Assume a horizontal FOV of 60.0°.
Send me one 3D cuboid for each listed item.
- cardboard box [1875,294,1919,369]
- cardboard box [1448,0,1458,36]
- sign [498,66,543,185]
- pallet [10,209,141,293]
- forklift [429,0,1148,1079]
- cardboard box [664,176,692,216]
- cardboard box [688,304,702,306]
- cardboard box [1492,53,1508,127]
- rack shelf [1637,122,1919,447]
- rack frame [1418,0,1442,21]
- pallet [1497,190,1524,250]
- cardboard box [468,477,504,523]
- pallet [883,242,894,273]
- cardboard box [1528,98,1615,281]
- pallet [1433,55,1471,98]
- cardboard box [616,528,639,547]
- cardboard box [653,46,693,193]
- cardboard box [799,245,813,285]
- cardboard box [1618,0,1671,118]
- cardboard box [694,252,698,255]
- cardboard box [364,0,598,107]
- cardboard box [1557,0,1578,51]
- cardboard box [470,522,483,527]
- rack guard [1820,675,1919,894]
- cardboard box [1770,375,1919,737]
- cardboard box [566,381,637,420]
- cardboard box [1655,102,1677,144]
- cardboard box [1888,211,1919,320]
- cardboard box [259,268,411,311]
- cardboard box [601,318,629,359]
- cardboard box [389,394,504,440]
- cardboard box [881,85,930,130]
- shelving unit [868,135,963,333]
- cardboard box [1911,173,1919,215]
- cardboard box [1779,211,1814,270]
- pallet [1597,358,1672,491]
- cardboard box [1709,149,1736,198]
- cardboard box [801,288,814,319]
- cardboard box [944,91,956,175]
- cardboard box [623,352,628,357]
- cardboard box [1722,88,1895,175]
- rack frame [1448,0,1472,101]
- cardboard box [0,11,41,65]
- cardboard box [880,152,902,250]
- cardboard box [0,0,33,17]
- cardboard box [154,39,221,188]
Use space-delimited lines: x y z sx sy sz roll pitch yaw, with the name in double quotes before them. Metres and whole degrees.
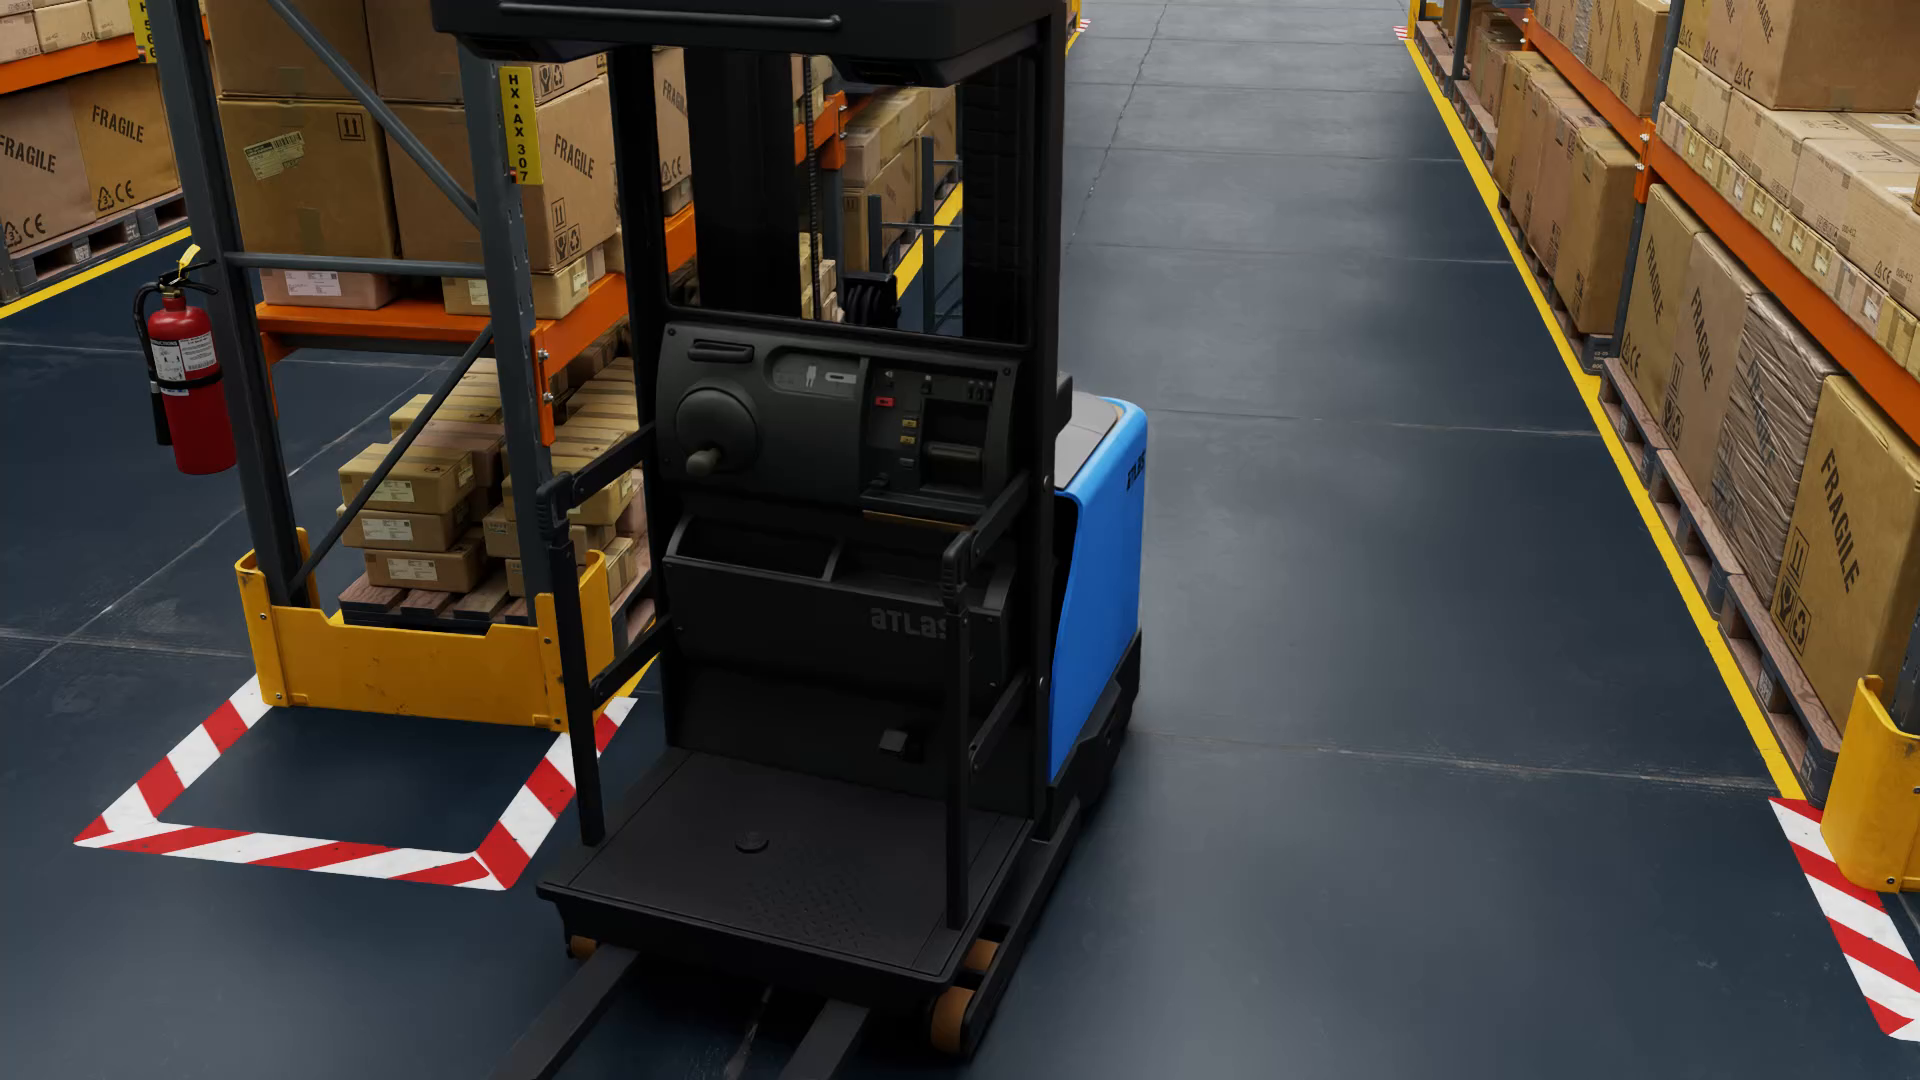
"cardboard box" 2.878 -0.589 4.766 0.380 0.149 0.250 4 25 9
"cardboard box" 5.536 -5.660 17.756 0.500 0.500 0.500 11 27 22
"sign" -1.238 -1.163 4.674 0.100 0.325 0.005 4 25 9
"pallet" -5.967 -1.847 10.446 1.003 0.211 1.213 4 25 9
"forklift" -0.383 -0.267 3.863 1.130 2.935 3.031 9 26 18
"cardboard box" -1.255 -1.356 6.405 0.380 0.149 0.250 4 25 7
"cardboard box" -1.061 -0.932 7.369 0.380 0.149 0.250 3 25 7
"cardboard box" 4.665 -3.587 13.305 0.700 0.500 0.500 6 26 13
"rack shelf" 3.431 -0.933 6.053 1.077 0.370 4.000 4 25 9
"rack frame" 5.719 -7.114 18.410 1.000 3.000 0.127 4 25 9
"pallet" 4.208 -2.181 11.160 1.003 0.211 1.213 4 25 9
"cardboard box" -1.872 -0.188 6.130 0.380 0.149 0.250 3 25 7
"pallet" -0.993 -1.544 9.799 1.003 0.211 1.213 4 25 9
"cardboard box" 3.988 -1.966 9.422 1.225 0.875 0.875 3 25 7
"pallet" 5.140 -4.461 16.032 1.003 0.211 1.213 4 25 9
"cardboard box" -1.409 -0.019 6.120 0.380 0.149 0.250 4 25 8
"cardboard box" -1.272 -1.586 6.132 0.500 0.500 0.500 4 25 9
"cardboard box" -0.923 -1.373 8.311 0.380 0.149 0.250 4 25 9
"cardboard box" 3.565 -2.355 8.125 0.500 0.500 0.500 4 25 9
"cardboard box" -1.483 -1.409 8.387 0.380 0.149 0.250 5 26 11
"cardboard box" -1.438 -1.610 5.004 0.500 0.500 0.500 4 25 8
"cardboard box" 3.901 -3.199 9.927 0.500 0.500 0.500 4 25 8
"cardboard box" -1.950 -0.056 6.199 0.380 0.149 0.250 5 26 10
"rack guard" 3.100 0.720 4.622 1.175 0.500 0.348 4 25 9
"cardboard box" 3.130 0.077 5.059 0.875 0.875 0.875 4 25 9
"cardboard box" -1.299 -0.502 6.449 0.380 0.149 0.250 3 25 6
"cardboard box" 3.381 -1.881 7.526 0.380 0.149 0.250 4 25 9
"cardboard box" 2.921 -0.710 4.555 0.500 0.250 0.500 4 25 8
"cardboard box" -1.998 -0.850 5.324 0.380 0.149 0.250 4 25 9
"cardboard box" -1.660 -0.868 7.232 0.380 0.149 0.250 4 25 9
"cardboard box" -1.922 -0.434 6.304 0.380 0.149 0.250 3 25 7
"cardboard box" -0.489 -2.824 10.814 0.500 0.250 0.500 5 25 10
"shelving unit" 0.014 -0.715 6.508 0.538 1.500 1.048 4 25 9
"cardboard box" 2.924 -1.051 4.398 0.500 0.500 0.500 4 25 9
"cardboard box" 3.045 -1.016 5.678 0.380 0.149 0.250 4 25 9
"pallet" 3.556 -0.520 7.611 1.003 0.211 1.213 4 25 9
"cardboard box" 3.213 -1.443 6.592 0.380 0.149 0.250 4 25 8
"cardboard box" -0.915 -1.134 8.150 0.380 0.149 0.250 3 25 7
"cardboard box" -0.315 -2.919 11.900 0.500 0.500 0.500 4 25 8
"cardboard box" -1.670 -0.842 7.526 0.380 0.149 0.250 4 25 8
"cardboard box" 3.257 -1.559 6.368 0.500 0.250 0.500 5 25 10
"rack frame" 5.065 -5.441 14.836 1.000 3.000 0.127 4 25 9
"cardboard box" -5.687 -2.880 9.540 0.500 0.250 0.500 3 25 7
"cardboard box" -0.652 -2.051 10.047 0.500 0.500 0.500 5 26 11
"cardboard box" -5.669 -3.105 9.432 0.500 0.250 0.500 3 25 7
"cardboard box" -5.710 -3.027 11.689 0.875 0.875 0.875 4 25 9
